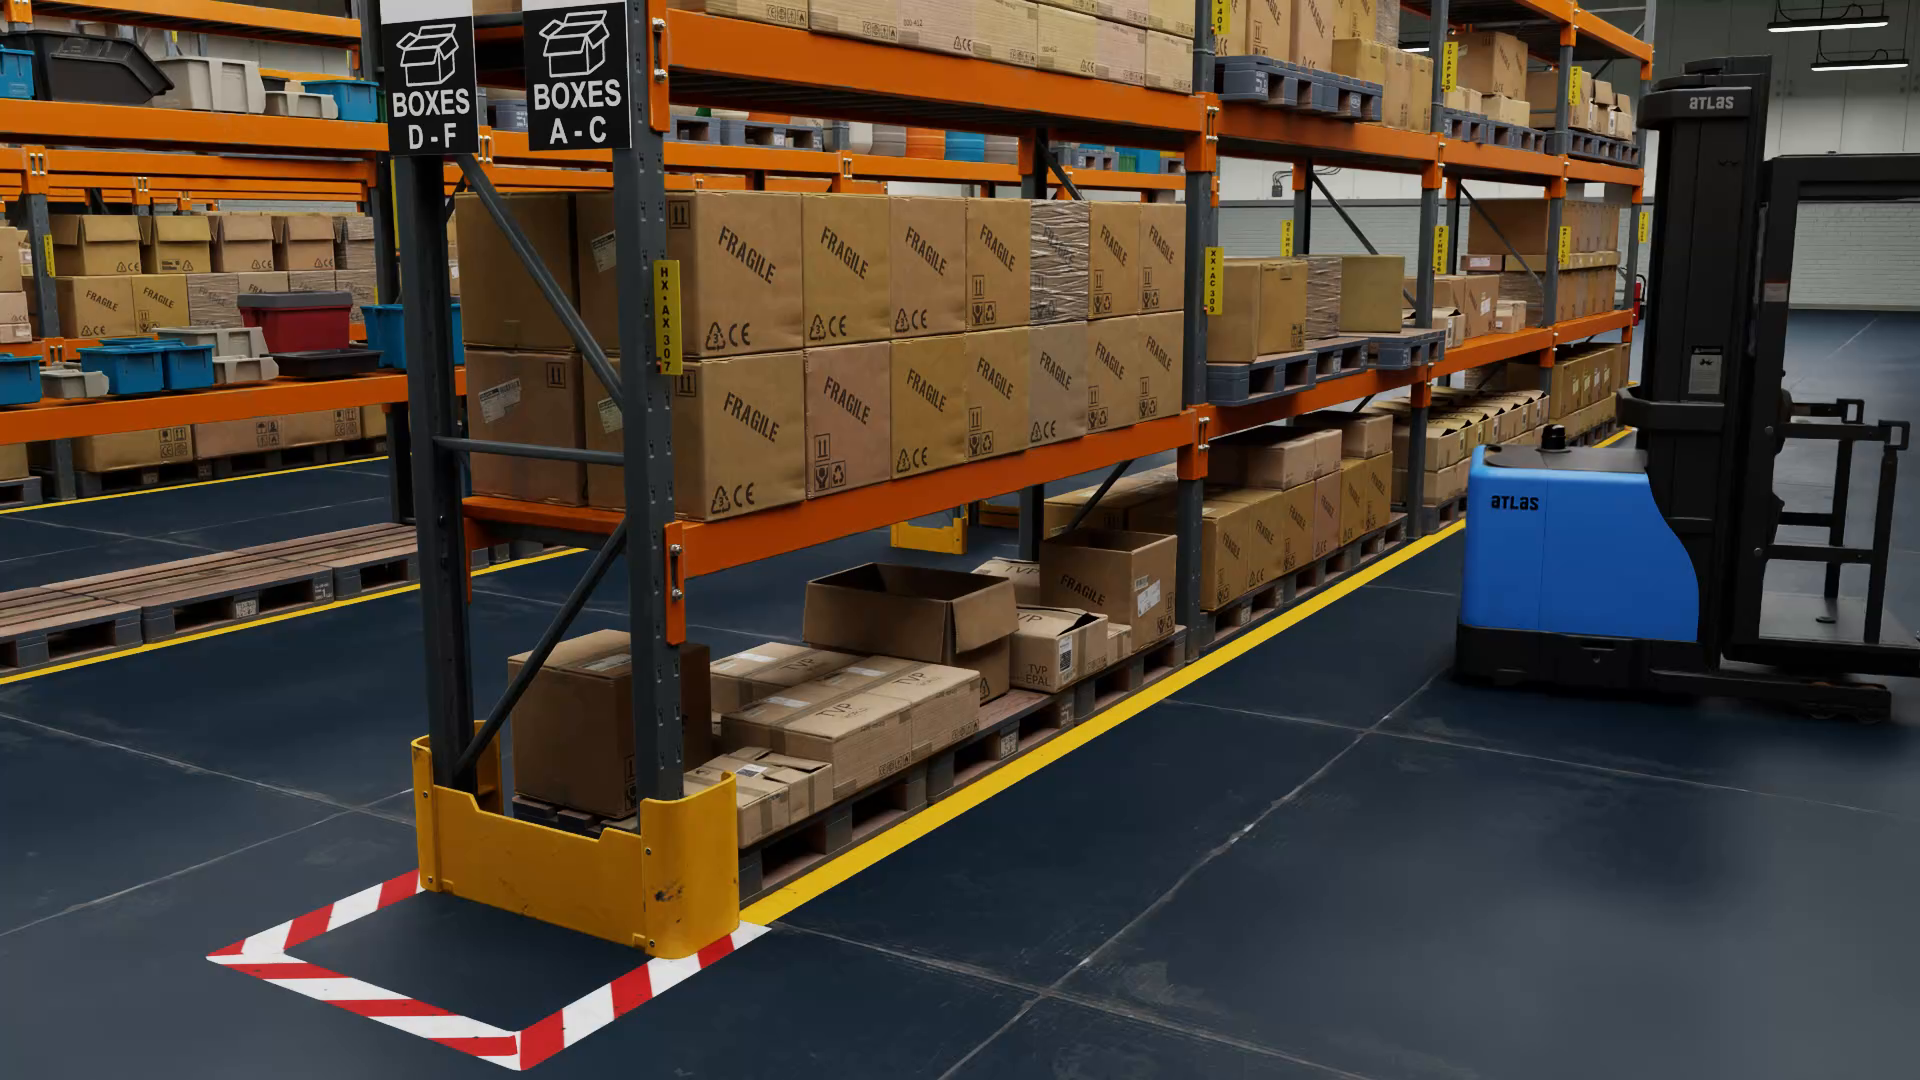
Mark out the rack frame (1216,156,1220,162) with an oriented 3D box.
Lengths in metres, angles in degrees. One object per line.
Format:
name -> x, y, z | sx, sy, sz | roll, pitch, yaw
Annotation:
rack frame -> 2.770, -6.204, 20.553 | 1.000, 3.000, 0.127 | 6, 12, 31

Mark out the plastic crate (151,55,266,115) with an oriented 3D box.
plastic crate -> -4.123, -2.474, 9.103 | 0.437, 0.282, 0.530 | 6, 12, 31

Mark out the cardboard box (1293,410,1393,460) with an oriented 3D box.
cardboard box -> 2.537, -0.701, 11.019 | 0.500, 0.250, 0.500 | 7, 13, 33

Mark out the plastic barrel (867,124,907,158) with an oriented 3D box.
plastic barrel -> -0.772, -3.826, 14.642 | 0.600, 0.901, 0.600 | 0, 11, 0

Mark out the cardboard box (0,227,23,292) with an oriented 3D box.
cardboard box -> -7.704, -2.184, 12.947 | 0.500, 0.500, 0.500 | 7, 13, 32

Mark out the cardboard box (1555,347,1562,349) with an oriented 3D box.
cardboard box -> 6.026, -1.783, 17.535 | 0.500, 0.500, 0.500 | 6, 12, 31

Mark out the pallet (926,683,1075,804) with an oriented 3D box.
pallet -> -0.219, 0.777, 7.145 | 1.003, 0.211, 1.213 | 6, 12, 31

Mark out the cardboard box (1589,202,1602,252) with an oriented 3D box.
cardboard box -> 6.191, -3.225, 17.147 | 0.700, 0.500, 0.500 | 6, 12, 31

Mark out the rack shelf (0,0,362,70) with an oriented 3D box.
rack shelf -> -6.655, -4.554, 14.783 | 1.077, 0.370, 4.000 | 6, 12, 31

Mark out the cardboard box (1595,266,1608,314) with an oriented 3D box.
cardboard box -> 6.479, -2.675, 17.736 | 0.700, 0.500, 0.500 | 7, 13, 32

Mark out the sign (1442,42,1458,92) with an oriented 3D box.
sign -> 3.310, -3.200, 11.252 | 0.100, 0.325, 0.005 | 6, 12, 31

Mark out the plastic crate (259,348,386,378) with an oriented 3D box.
plastic crate -> -3.812, -1.061, 9.967 | 0.437, 0.125, 0.590 | 6, 12, 31

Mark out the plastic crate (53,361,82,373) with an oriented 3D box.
plastic crate -> -4.844, -0.923, 9.201 | 0.298, 0.136, 0.250 | 6, 12, 31

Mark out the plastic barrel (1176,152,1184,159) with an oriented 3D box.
plastic barrel -> 2.626, -5.059, 20.278 | 0.600, 0.830, 0.708 | 6, 12, 31

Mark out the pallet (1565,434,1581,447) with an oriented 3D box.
pallet -> 5.373, -0.903, 16.117 | 1.003, 0.211, 1.213 | 6, 12, 31

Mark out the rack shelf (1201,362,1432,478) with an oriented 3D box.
rack shelf -> 1.809, -0.855, 10.240 | 1.077, 0.370, 4.000 | 6, 12, 31

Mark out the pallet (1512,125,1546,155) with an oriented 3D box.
pallet -> 4.478, -3.393, 14.208 | 0.805, 0.209, 1.217 | 6, 12, 28

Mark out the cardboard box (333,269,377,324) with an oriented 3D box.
cardboard box -> -5.925, -2.340, 15.946 | 0.500, 0.500, 0.500 | 6, 12, 30

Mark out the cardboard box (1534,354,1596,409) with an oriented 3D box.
cardboard box -> 5.952, -1.576, 16.429 | 0.500, 0.500, 0.500 | 6, 12, 31

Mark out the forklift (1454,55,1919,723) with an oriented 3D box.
forklift -> 3.984, -0.728, 7.795 | 3.031, 2.935, 1.130 | 3, 11, 18

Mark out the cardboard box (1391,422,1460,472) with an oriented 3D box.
cardboard box -> 3.371, -0.708, 12.307 | 0.500, 0.311, 0.500 | 7, 13, 33

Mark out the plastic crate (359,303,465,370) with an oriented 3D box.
plastic crate -> -3.411, -1.284, 10.454 | 0.392, 0.384, 0.575 | 6, 12, 31

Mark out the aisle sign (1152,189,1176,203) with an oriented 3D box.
aisle sign -> 2.557, -4.572, 21.076 | 0.394, 0.787, 0.004 | 6, 12, 31

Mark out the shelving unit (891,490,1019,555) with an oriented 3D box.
shelving unit -> 0.040, -0.749, 11.795 | 0.587, 1.500, 1.083 | 6, 12, 31

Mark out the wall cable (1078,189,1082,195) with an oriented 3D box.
wall cable -> 2.926, -11.603, 57.831 | 3.097, 2.526, 0.112 | 6, 12, 31

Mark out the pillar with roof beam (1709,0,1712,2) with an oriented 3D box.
pillar with roof beam -> 23.509, -10.194, 41.867 | 9.100, 9.000, 0.548 | 6, 12, 31

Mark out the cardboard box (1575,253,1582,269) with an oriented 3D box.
cardboard box -> 5.895, -2.747, 16.357 | 0.380, 0.149, 0.250 | 6, 12, 29

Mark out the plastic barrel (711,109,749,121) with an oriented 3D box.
plastic barrel -> -1.815, -3.427, 13.107 | 0.301, 0.262, 0.301 | 0, 11, 0

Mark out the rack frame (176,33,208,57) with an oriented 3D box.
rack frame -> -14.177, -8.098, 30.668 | 1.000, 3.000, 0.127 | 6, 12, 31

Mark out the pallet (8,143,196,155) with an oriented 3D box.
pallet -> -7.260, -3.370, 14.089 | 0.805, 0.209, 1.217 | 6, 12, 28

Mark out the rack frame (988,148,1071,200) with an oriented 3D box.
rack frame -> 0.693, -2.626, 17.745 | 1.000, 3.000, 0.127 | 6, 12, 31

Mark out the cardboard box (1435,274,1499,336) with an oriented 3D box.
cardboard box -> 4.238, -1.999, 14.126 | 0.500, 0.500, 0.500 | 7, 13, 35

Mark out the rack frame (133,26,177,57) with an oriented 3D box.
rack frame -> -12.010, -6.995, 24.778 | 1.000, 3.000, 0.127 | 6, 12, 31

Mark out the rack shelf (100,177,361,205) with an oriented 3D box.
rack shelf -> -8.765, -4.395, 20.999 | 1.077, 0.370, 4.000 | 6, 12, 31

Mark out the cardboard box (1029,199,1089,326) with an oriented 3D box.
cardboard box -> 0.204, -1.170, 6.980 | 0.500, 0.500, 0.500 | 6, 12, 31

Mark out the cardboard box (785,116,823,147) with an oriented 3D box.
cardboard box -> -2.052, -5.376, 21.843 | 0.500, 0.500, 0.500 | 6, 12, 31

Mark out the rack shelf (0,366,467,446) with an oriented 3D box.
rack shelf -> -4.499, -0.700, 9.411 | 1.077, 0.370, 4.000 | 6, 12, 31

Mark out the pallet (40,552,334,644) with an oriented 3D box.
pallet -> -4.442, 0.315, 9.615 | 1.003, 0.211, 1.213 | 6, 12, 31

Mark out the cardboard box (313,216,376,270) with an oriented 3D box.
cardboard box -> -6.010, -2.899, 16.205 | 0.797, 0.503, 0.637 | 7, 13, 33

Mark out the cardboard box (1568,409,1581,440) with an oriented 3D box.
cardboard box -> 5.688, -1.129, 16.081 | 0.500, 0.250, 0.500 | 6, 12, 31

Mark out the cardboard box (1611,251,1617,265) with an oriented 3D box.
cardboard box -> 6.831, -3.030, 17.867 | 0.380, 0.149, 0.250 | 7, 13, 32

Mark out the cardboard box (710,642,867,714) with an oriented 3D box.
cardboard box -> -0.715, 0.615, 6.711 | 0.500, 0.250, 0.500 | 6, 12, 31

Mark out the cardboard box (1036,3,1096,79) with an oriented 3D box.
cardboard box -> 0.225, -2.036, 6.848 | 0.500, 0.250, 0.500 | 6, 12, 31

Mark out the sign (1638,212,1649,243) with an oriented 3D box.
sign -> 7.458, -3.413, 18.158 | 0.100, 0.325, 0.005 | 6, 12, 31

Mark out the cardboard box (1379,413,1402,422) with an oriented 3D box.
cardboard box -> 3.173, -0.842, 13.022 | 0.500, 0.311, 0.500 | 6, 12, 30

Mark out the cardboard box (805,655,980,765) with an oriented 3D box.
cardboard box -> -0.262, 0.654, 6.498 | 0.500, 0.250, 0.500 | 6, 12, 31

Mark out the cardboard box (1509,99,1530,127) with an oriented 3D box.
cardboard box -> 4.596, -3.663, 14.401 | 0.500, 0.250, 0.500 | 8, 13, 37

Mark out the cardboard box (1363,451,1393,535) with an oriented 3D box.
cardboard box -> 2.563, -0.341, 11.138 | 0.500, 0.500, 0.500 | 7, 13, 33

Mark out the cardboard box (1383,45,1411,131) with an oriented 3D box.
cardboard box -> 2.385, -2.895, 10.757 | 0.910, 0.500, 0.500 | 6, 12, 31

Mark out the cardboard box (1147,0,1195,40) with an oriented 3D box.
cardboard box -> 0.751, -2.438, 7.638 | 0.500, 0.250, 0.500 | 6, 12, 31

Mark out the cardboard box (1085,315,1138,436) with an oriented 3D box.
cardboard box -> 0.464, -0.759, 7.500 | 0.500, 0.500, 0.500 | 7, 13, 32

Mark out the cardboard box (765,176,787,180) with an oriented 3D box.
cardboard box -> -2.550, -4.707, 21.117 | 0.500, 0.250, 0.500 | 6, 12, 28

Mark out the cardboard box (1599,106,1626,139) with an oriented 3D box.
cardboard box -> 6.340, -4.194, 16.686 | 0.500, 0.311, 0.500 | 8, 13, 37

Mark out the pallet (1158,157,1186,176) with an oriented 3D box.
pallet -> 2.257, -4.516, 20.202 | 1.003, 0.211, 1.213 | 6, 12, 31

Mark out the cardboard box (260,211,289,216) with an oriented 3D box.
cardboard box -> -11.028, -4.936, 26.286 | 0.700, 0.500, 0.500 | 6, 12, 29
